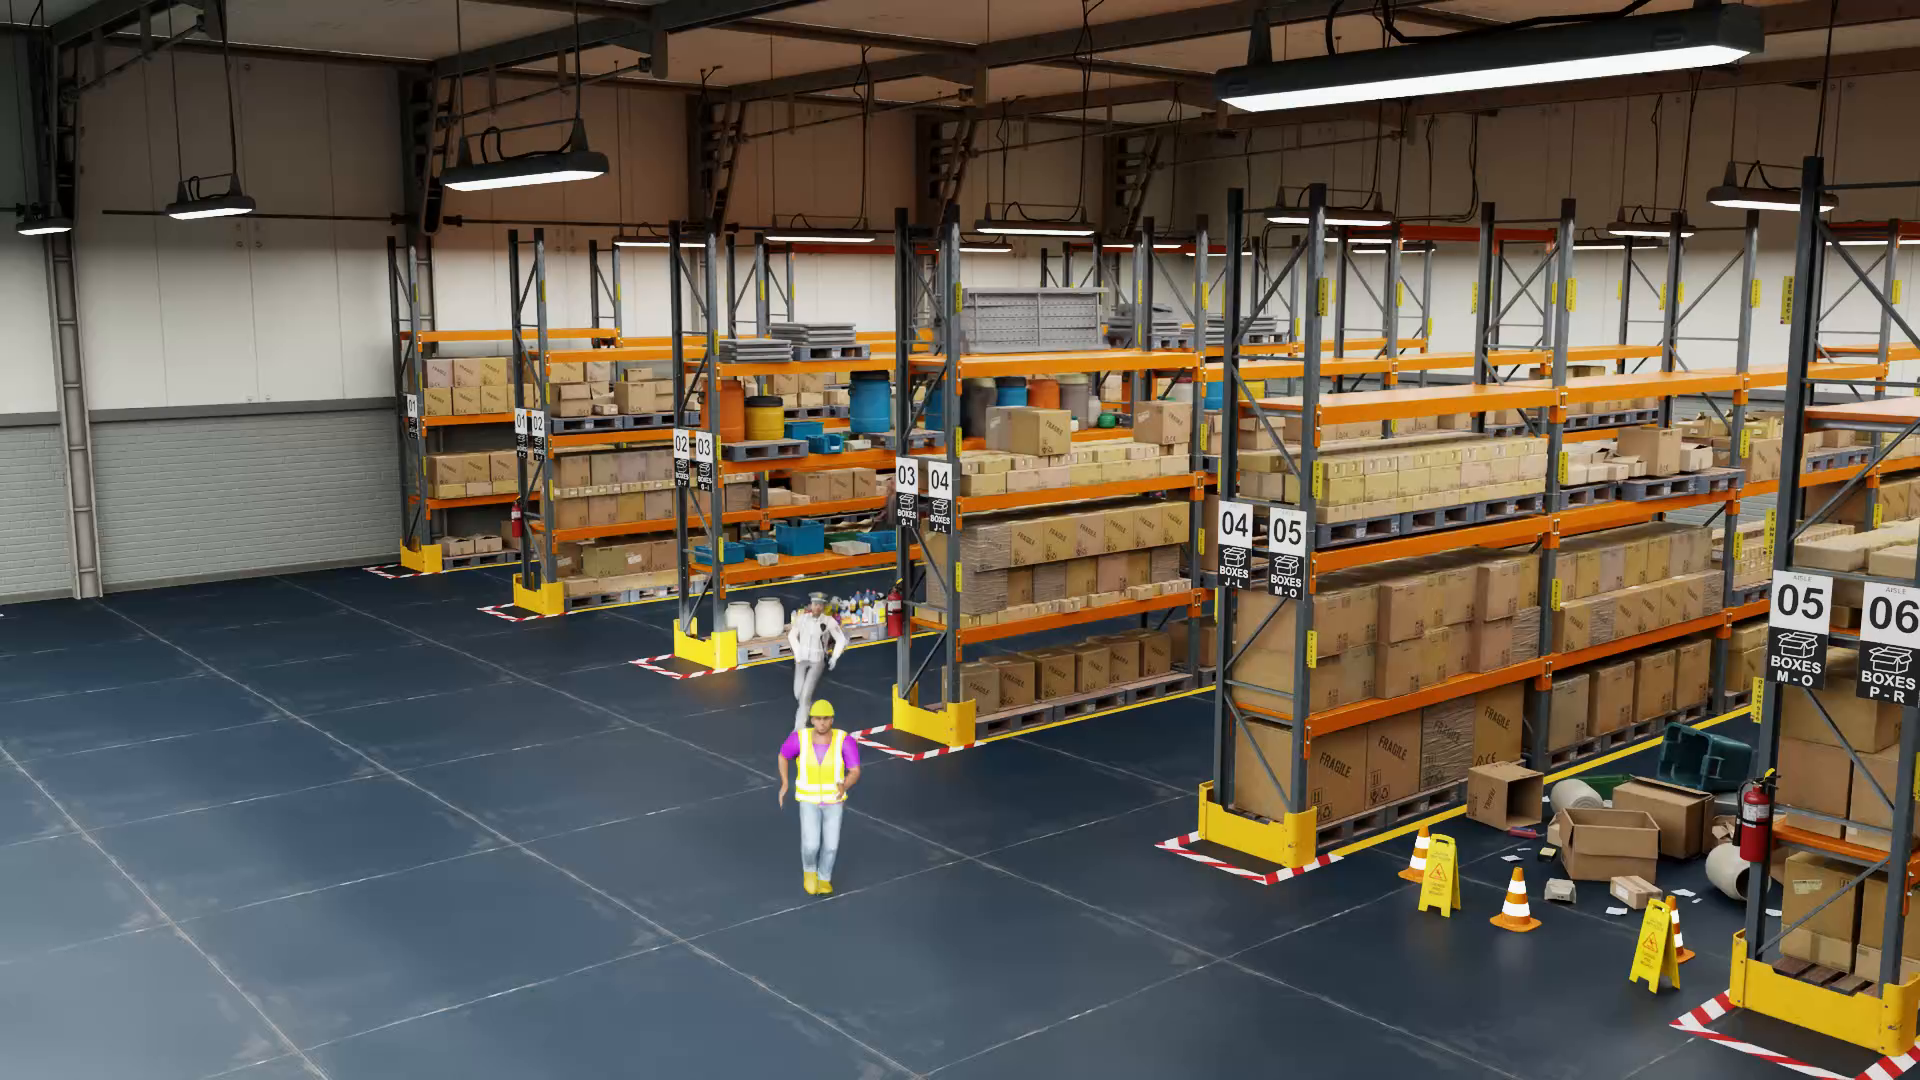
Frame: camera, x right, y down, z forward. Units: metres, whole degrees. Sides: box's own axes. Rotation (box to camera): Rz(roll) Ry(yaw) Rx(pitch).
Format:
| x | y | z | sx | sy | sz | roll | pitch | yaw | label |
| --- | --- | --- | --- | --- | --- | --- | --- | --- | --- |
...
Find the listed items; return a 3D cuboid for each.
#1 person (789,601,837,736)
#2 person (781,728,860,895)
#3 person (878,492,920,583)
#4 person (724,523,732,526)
| x | y | z | sx | sy | sz | roll | pitch | yaw | label |
| --- | --- | --- | --- | --- | --- | --- | --- | --- | --- |
| -1.693 | 1.419 | 19.268 | 0.611 | 1.619 | 0.771 | 2 | 9 | 11 | person |
| -1.173 | 2.282 | 14.044 | 0.656 | 1.473 | 0.490 | -1 | 9 | -8 | person |
| -1.002 | -0.027 | 27.077 | 0.558 | 1.610 | 0.747 | -7 | 11 | -36 | person |
| -4.404 | -0.452 | 30.988 | 0.651 | 1.743 | 0.585 | 7 | 11 | 37 | person |
